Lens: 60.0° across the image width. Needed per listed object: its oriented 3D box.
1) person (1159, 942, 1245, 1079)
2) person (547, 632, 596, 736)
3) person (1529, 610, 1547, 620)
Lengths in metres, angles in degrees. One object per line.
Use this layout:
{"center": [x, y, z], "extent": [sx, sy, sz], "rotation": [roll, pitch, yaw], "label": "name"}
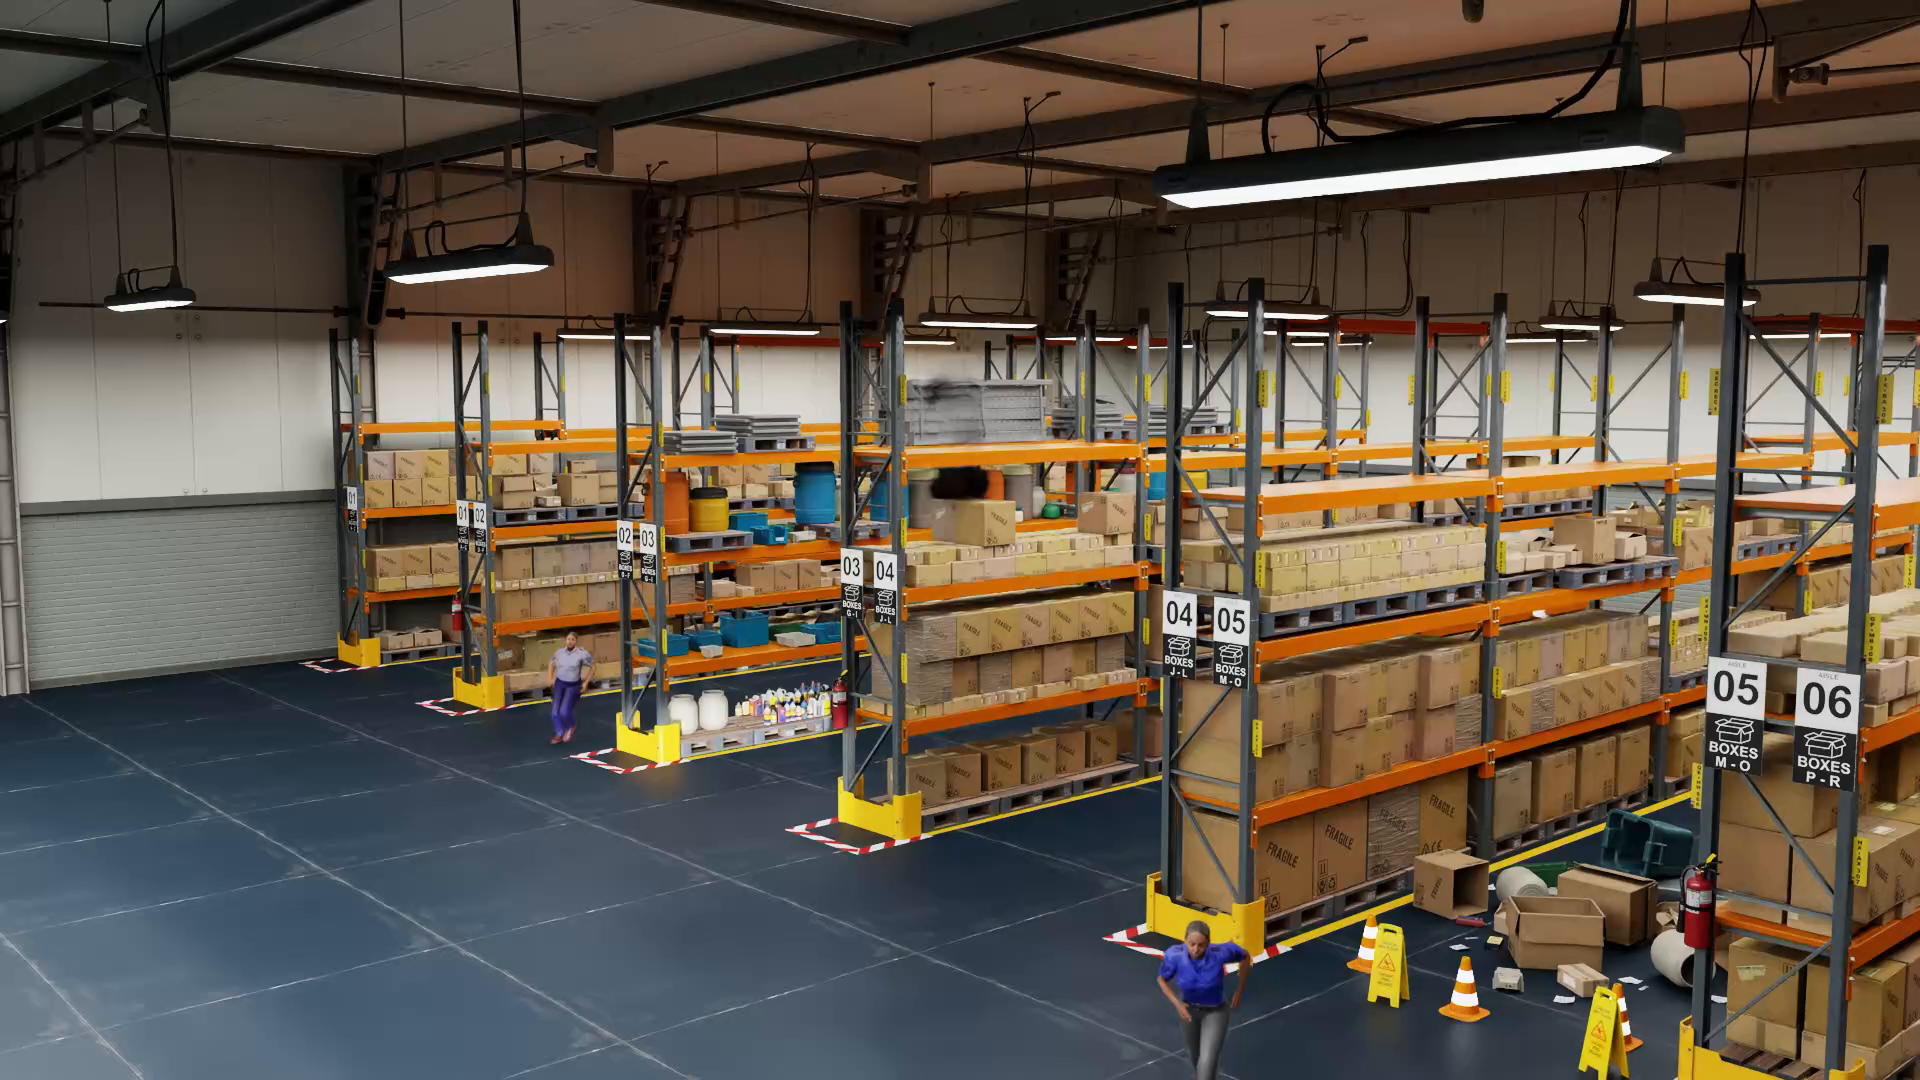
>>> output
{"center": [1.671, 3.281, 11.464], "extent": [0.572, 1.283, 0.827], "rotation": [1, 6, 12], "label": "person"}
{"center": [-5.484, 2.040, 23.260], "extent": [0.662, 1.511, 0.515], "rotation": [1, 6, 14], "label": "person"}
{"center": [8.553, 1.863, 24.469], "extent": [0.611, 1.676, 0.573], "rotation": [-5, 8, -42], "label": "person"}
